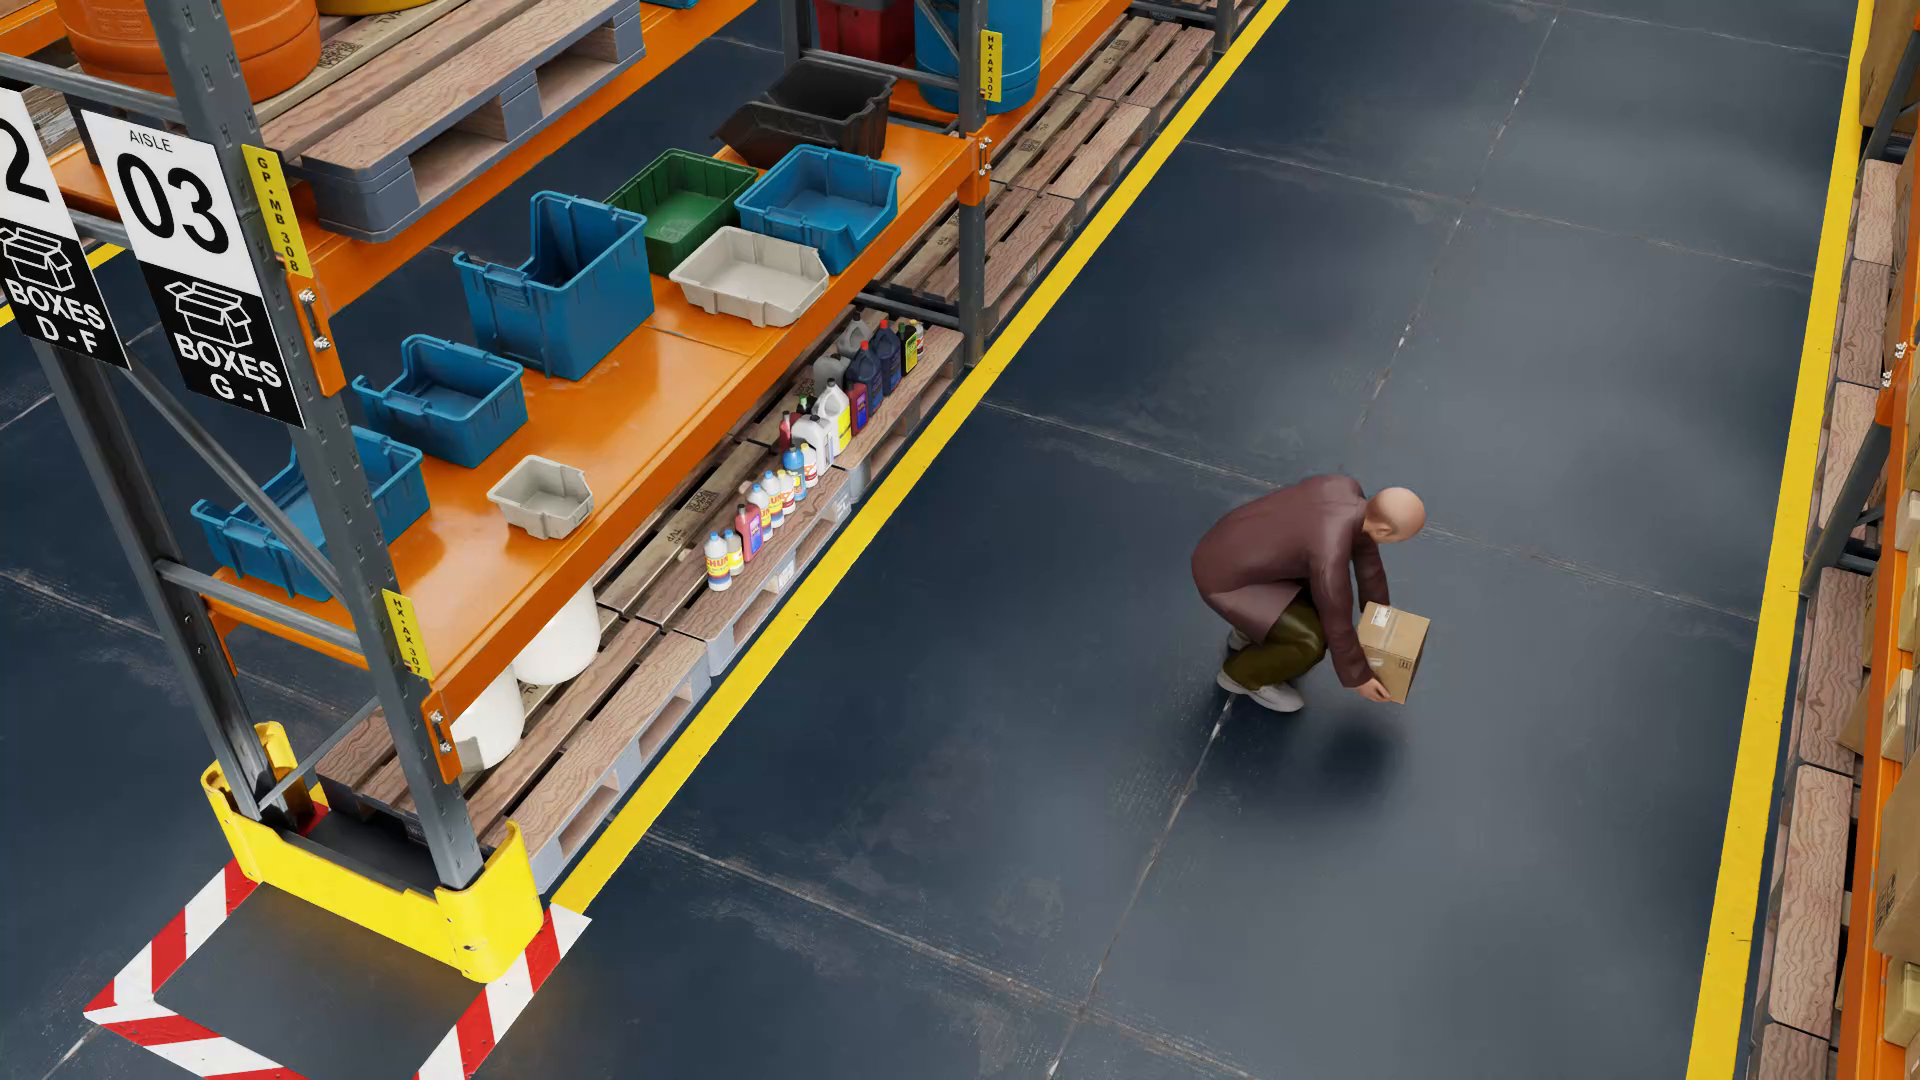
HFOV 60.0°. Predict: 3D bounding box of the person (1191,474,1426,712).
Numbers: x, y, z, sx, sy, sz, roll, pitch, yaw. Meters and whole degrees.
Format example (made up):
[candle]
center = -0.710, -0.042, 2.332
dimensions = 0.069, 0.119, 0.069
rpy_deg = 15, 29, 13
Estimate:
[person]
center = 1.346, 0.166, 6.524
dimensions = 0.884, 1.063, 0.609
rpy_deg = 18, 44, 19
